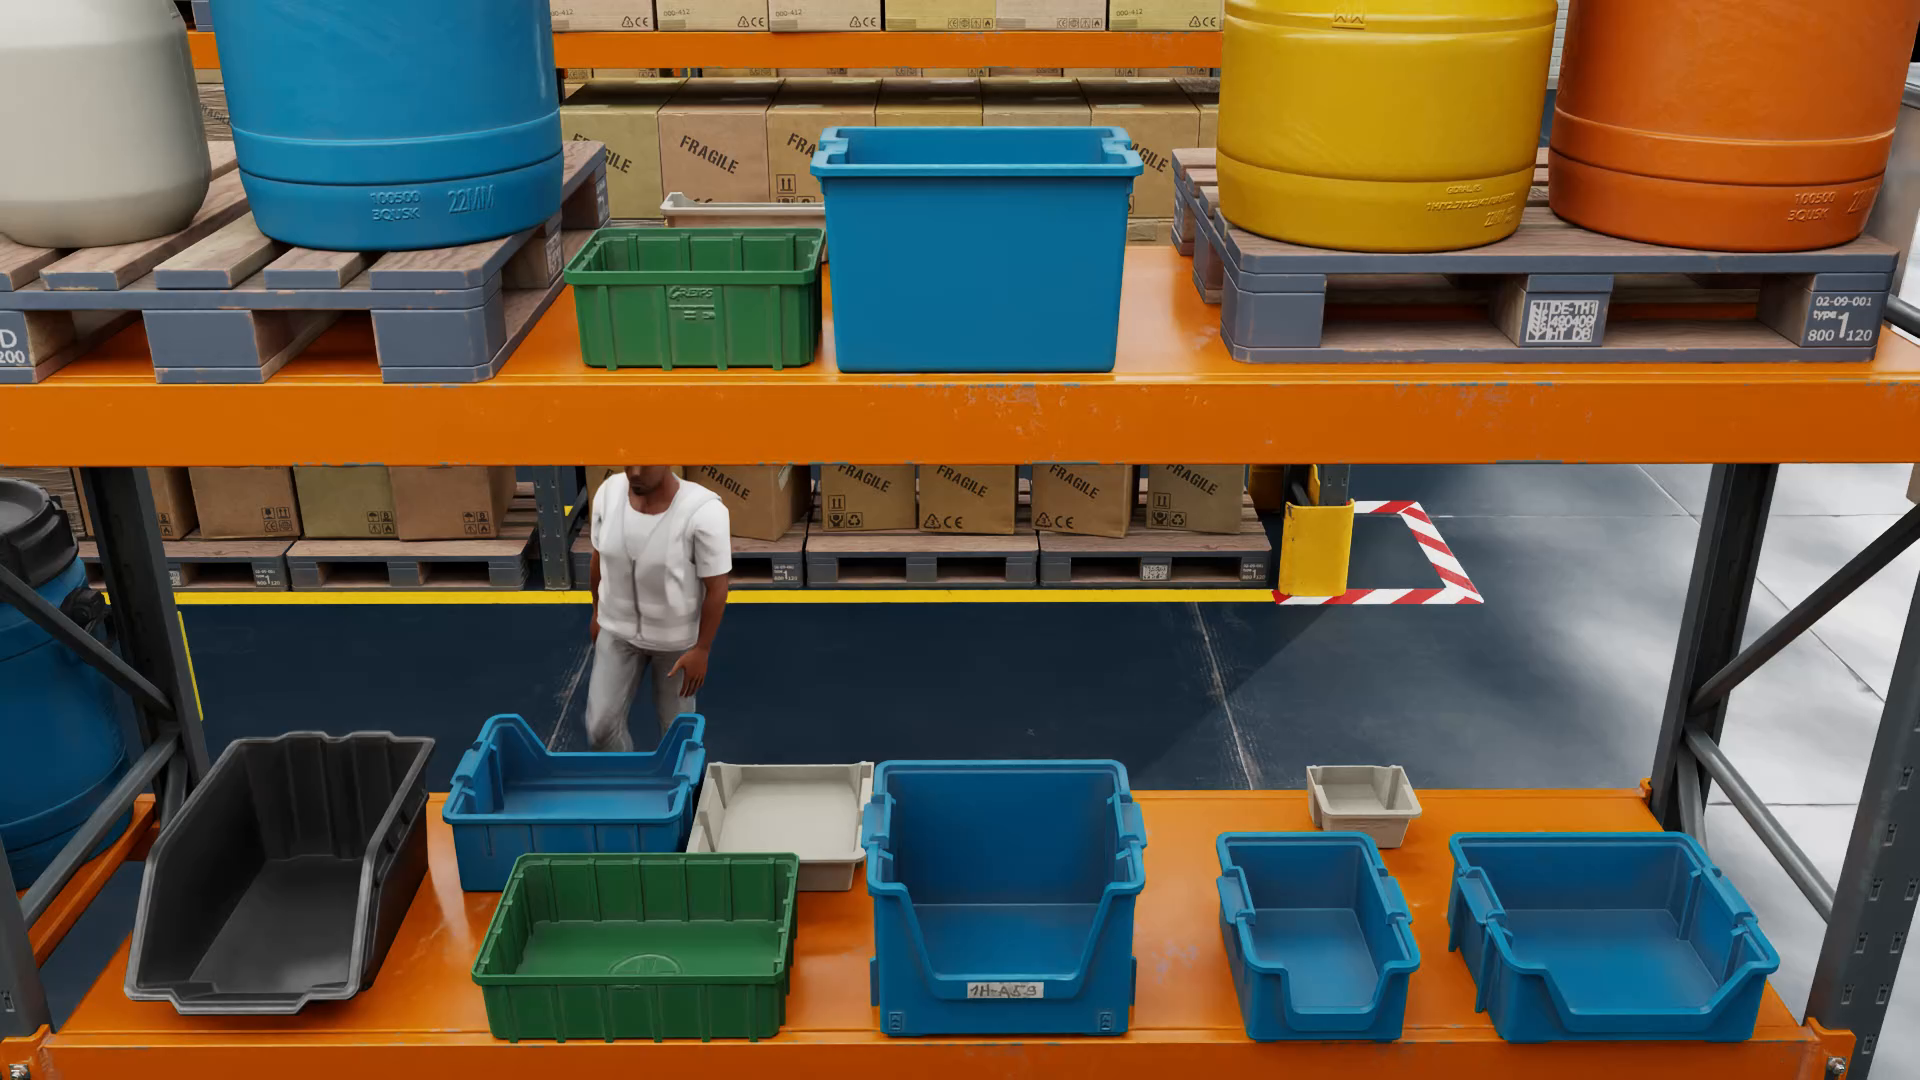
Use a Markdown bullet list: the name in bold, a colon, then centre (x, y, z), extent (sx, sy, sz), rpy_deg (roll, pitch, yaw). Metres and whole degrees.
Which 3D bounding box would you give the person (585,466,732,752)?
- **person**: centre (-1.147, 0.385, 6.242), extent (0.628, 1.824, 0.511), rpy_deg (5, 24, 10)
